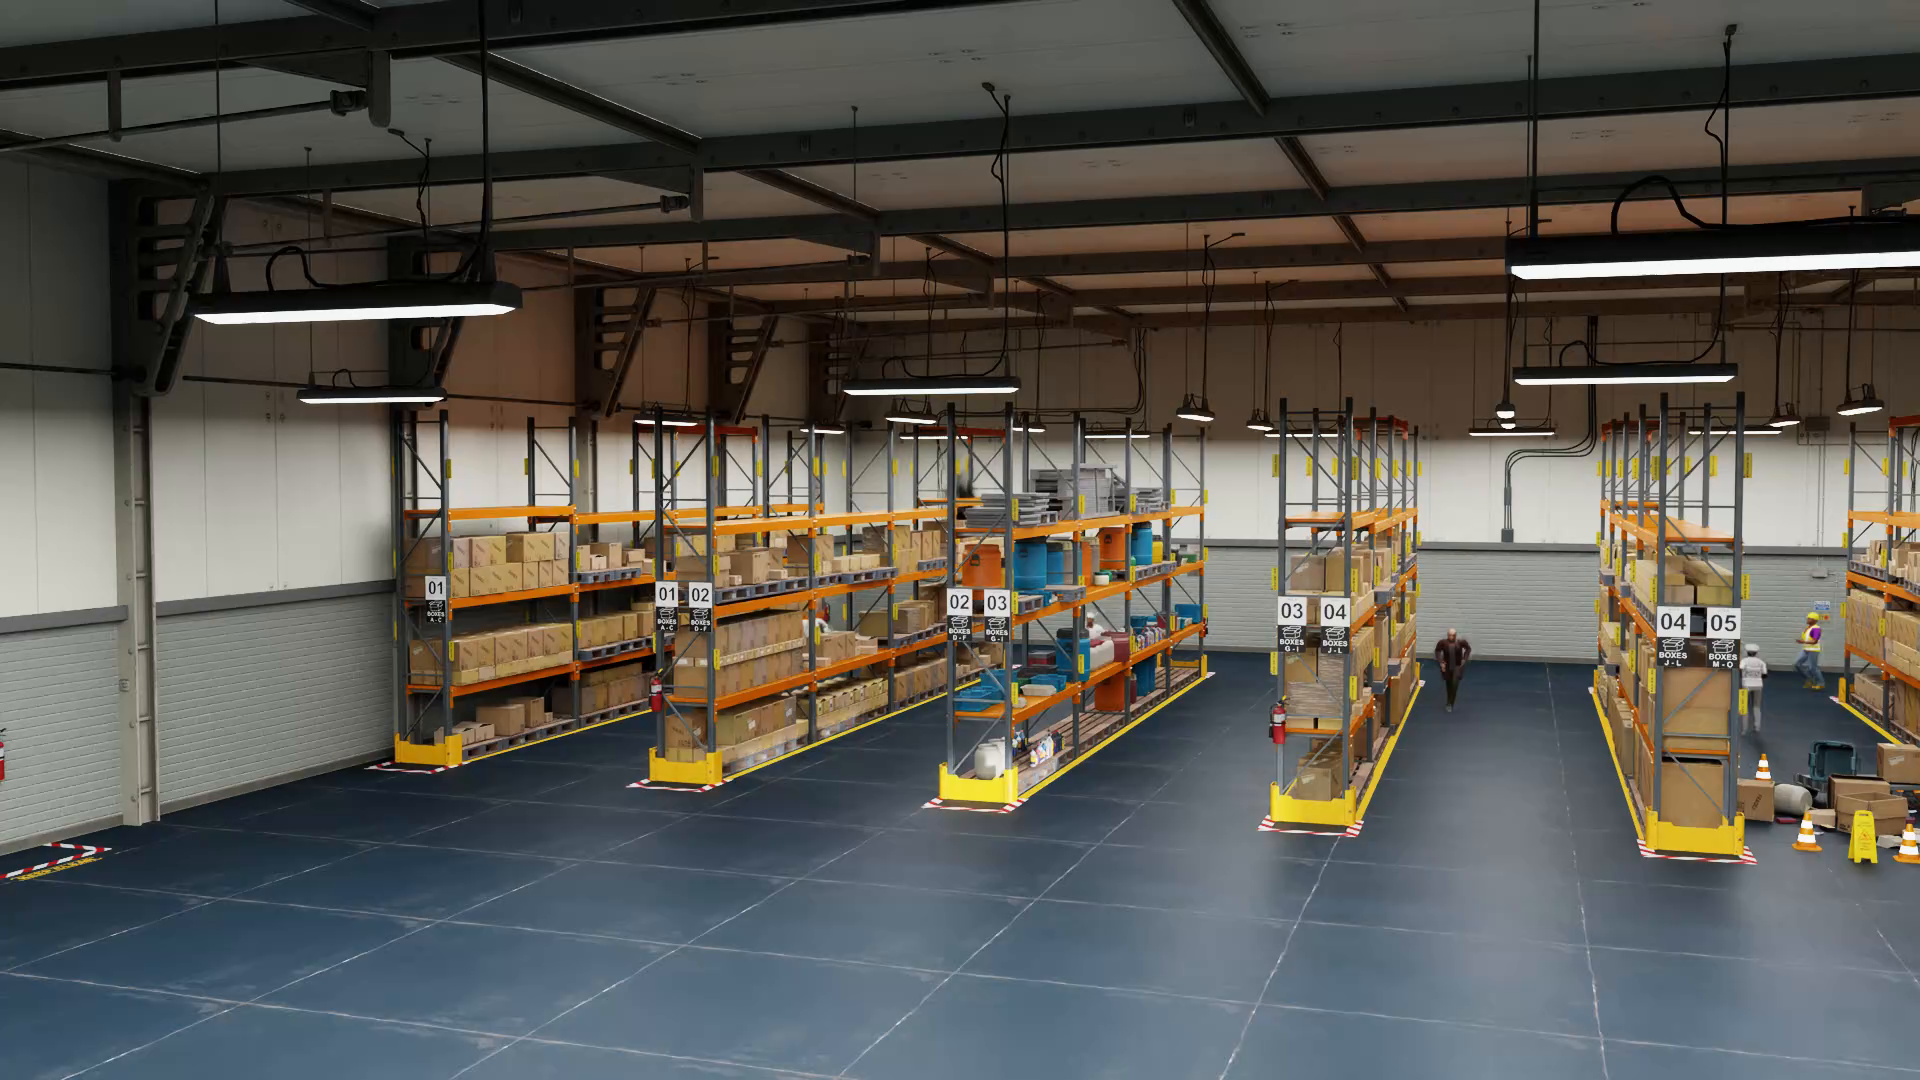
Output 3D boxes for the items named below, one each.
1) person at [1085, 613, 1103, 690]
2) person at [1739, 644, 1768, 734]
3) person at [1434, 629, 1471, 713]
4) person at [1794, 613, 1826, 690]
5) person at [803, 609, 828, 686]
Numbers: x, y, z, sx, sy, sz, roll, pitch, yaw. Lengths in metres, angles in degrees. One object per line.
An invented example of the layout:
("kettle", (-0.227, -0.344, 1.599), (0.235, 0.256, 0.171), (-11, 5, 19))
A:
("person", (2.992, 2.513, 37.966), (0.681, 1.738, 0.855), (1, 3, 19))
("person", (14.825, 2.834, 31.169), (0.589, 1.770, 0.758), (1, 3, 17))
("person", (10.234, 2.688, 34.555), (0.730, 1.738, 0.957), (1, 3, 15))
("person", (19.151, 2.517, 37.490), (0.697, 1.765, 0.672), (0, 2, 3))
("person", (-3.401, 2.476, 38.214), (0.728, 1.829, 1.002), (0, 2, 10))
